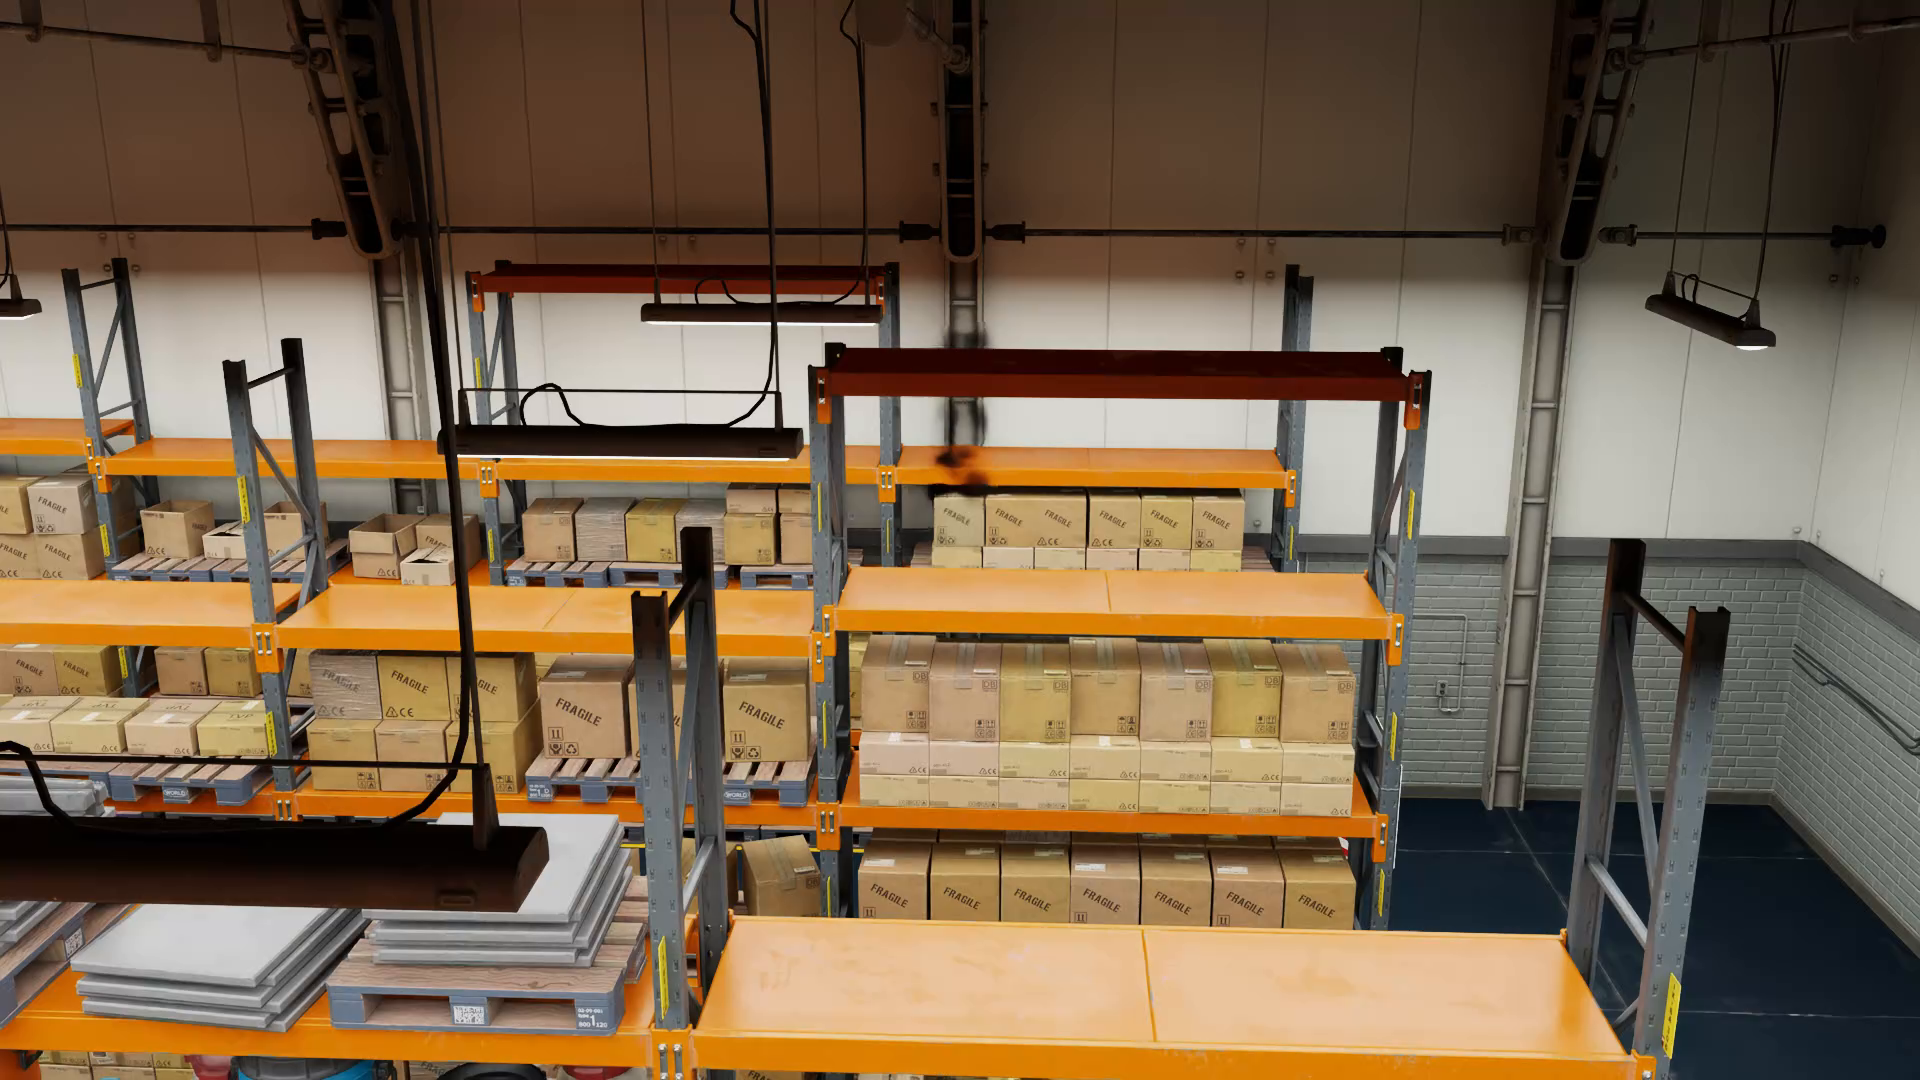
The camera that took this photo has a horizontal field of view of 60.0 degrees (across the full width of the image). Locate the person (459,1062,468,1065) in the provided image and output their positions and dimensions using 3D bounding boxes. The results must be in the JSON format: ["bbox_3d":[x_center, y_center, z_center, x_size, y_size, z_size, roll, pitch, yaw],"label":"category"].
[{"bbox_3d":[-3.071,4.258,11.250,0.765,1.538,0.598,2,16,7],"label":"person"}]
